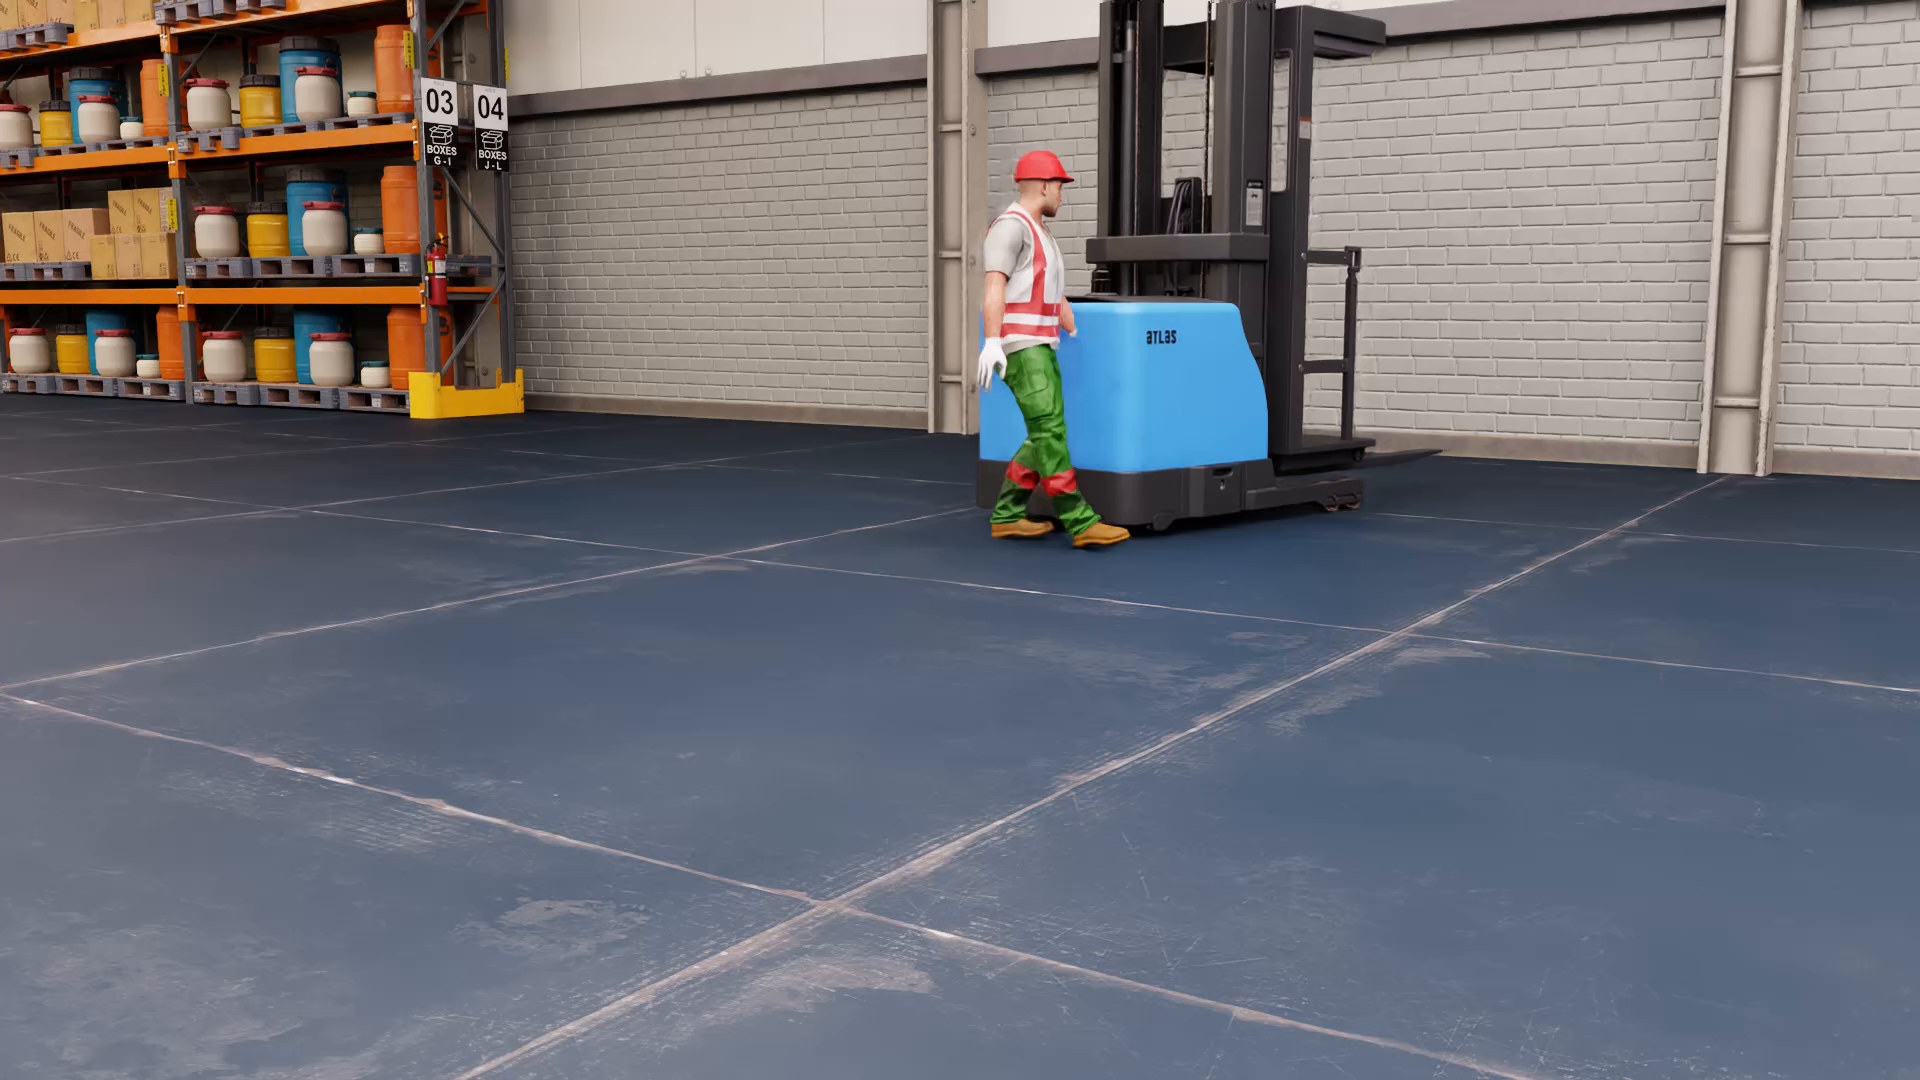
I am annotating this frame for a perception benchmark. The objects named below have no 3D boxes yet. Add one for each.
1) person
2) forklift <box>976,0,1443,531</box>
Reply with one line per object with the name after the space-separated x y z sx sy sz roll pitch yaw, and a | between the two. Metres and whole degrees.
0.449 -0.840 7.365 0.715 1.745 0.781 2 8 17 | person
1.495 -1.642 8.737 3.031 2.935 1.130 -8 11 -43 | forklift
